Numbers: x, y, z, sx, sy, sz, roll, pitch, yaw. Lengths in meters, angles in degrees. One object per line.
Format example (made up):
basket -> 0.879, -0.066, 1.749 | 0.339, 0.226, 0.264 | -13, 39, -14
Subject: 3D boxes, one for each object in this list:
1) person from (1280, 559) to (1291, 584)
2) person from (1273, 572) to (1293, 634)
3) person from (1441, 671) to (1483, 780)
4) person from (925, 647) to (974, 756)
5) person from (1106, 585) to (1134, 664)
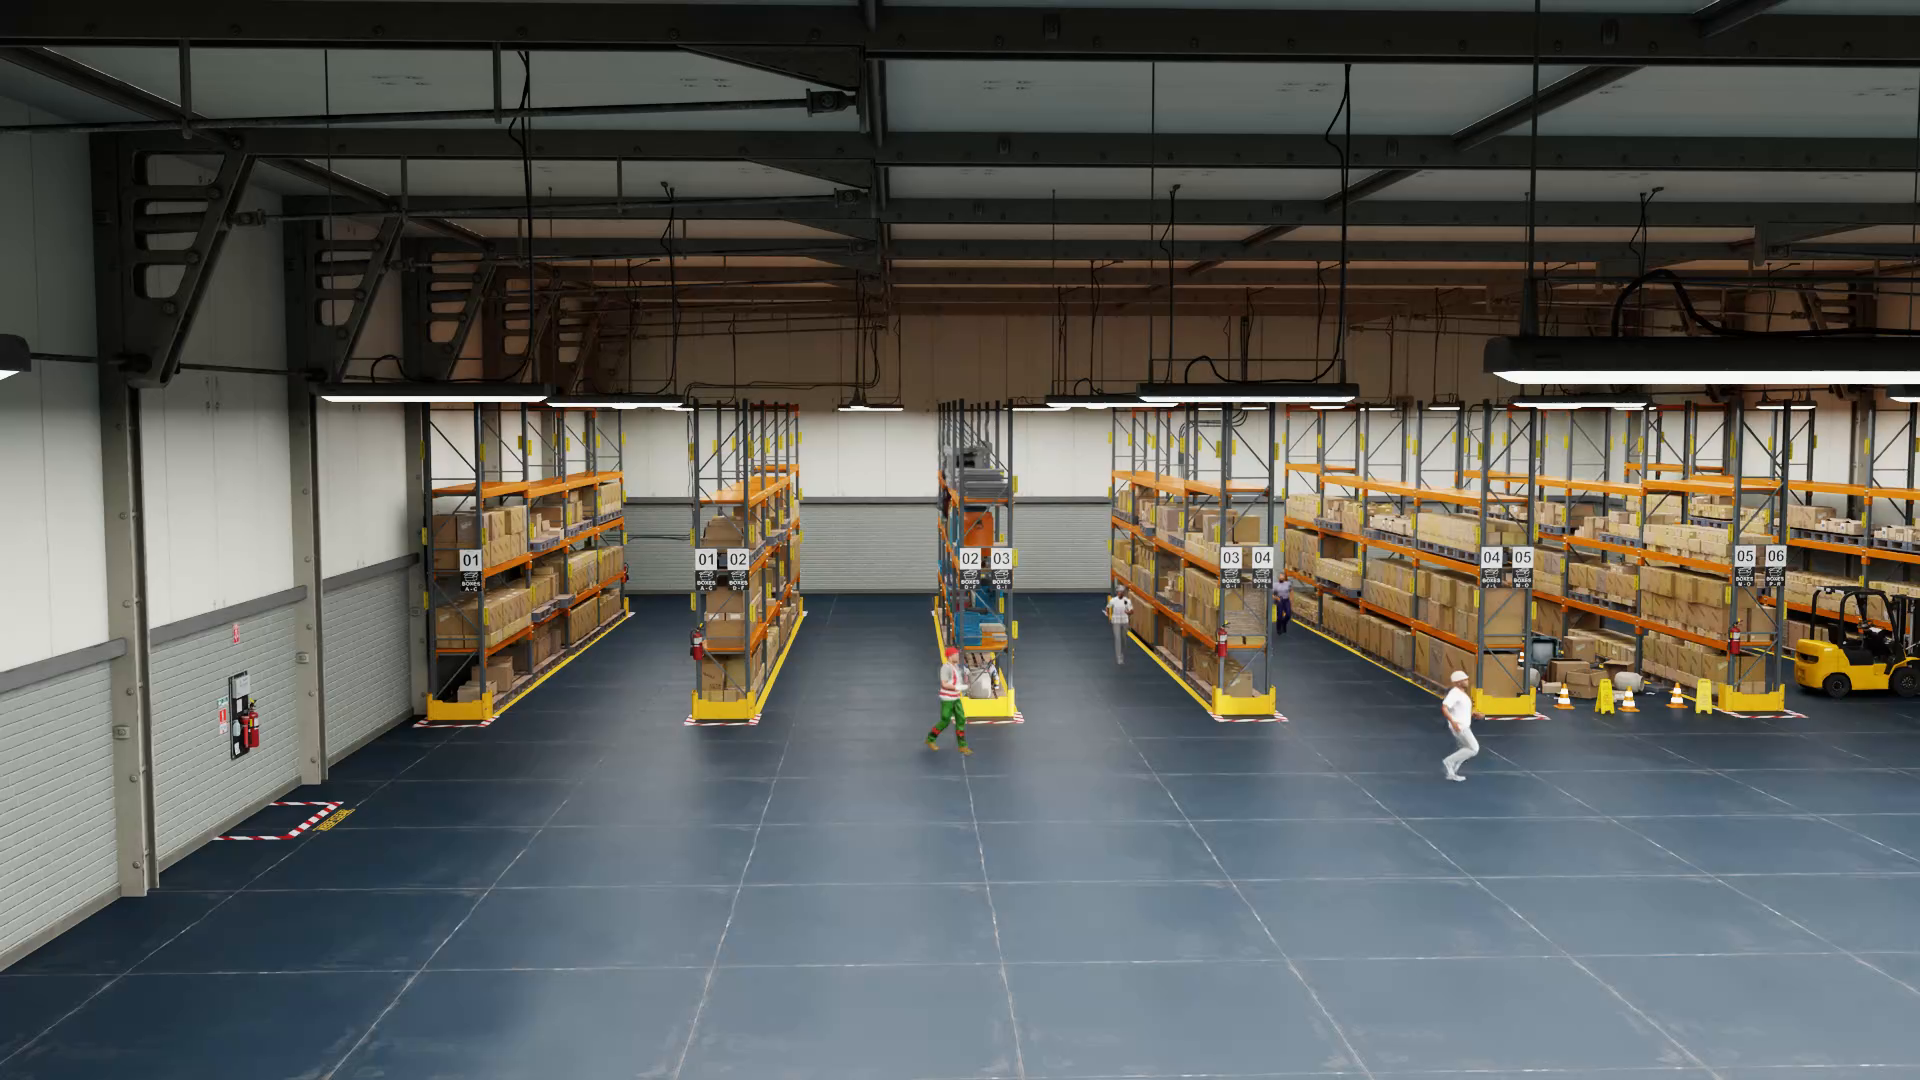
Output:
person -> 9.554, 1.262, 48.718 | 0.525, 1.539, 0.525 | -1, 5, -19
person -> 8.370, 1.646, 43.136 | 0.618, 1.607, 0.570 | 0, 4, 0
person -> 7.817, 2.894, 25.852 | 0.583, 1.720, 0.695 | 2, 5, 23
person -> -0.174, 2.701, 27.953 | 0.854, 1.829, 0.684 | 2, 5, 24
person -> 3.491, 1.840, 36.177 | 0.579, 1.737, 0.879 | 0, 4, -5
